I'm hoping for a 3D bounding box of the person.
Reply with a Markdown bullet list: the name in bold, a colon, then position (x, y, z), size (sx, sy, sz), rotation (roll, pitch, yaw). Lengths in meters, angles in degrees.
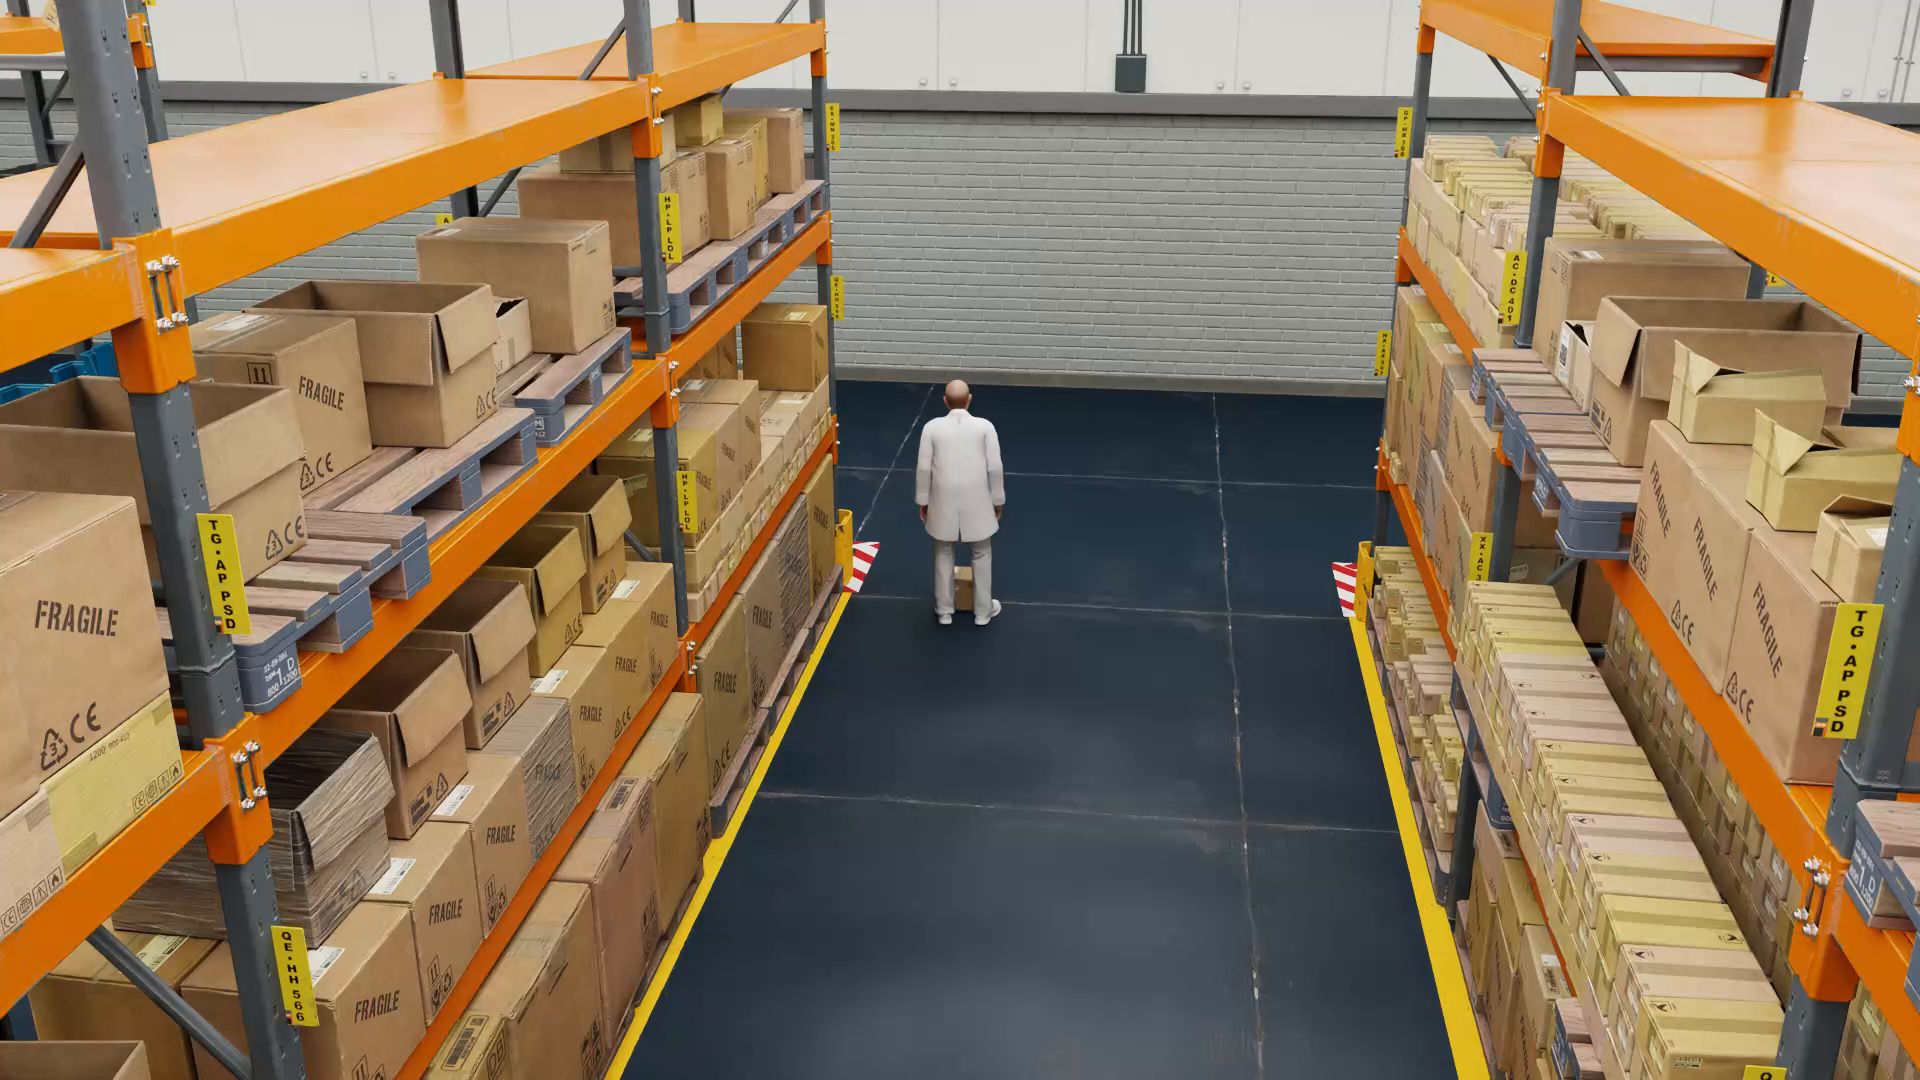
- **person**: position (0.002, -0.264, 11.797), size (0.642, 1.772, 0.431), rotation (1, 21, 3)
